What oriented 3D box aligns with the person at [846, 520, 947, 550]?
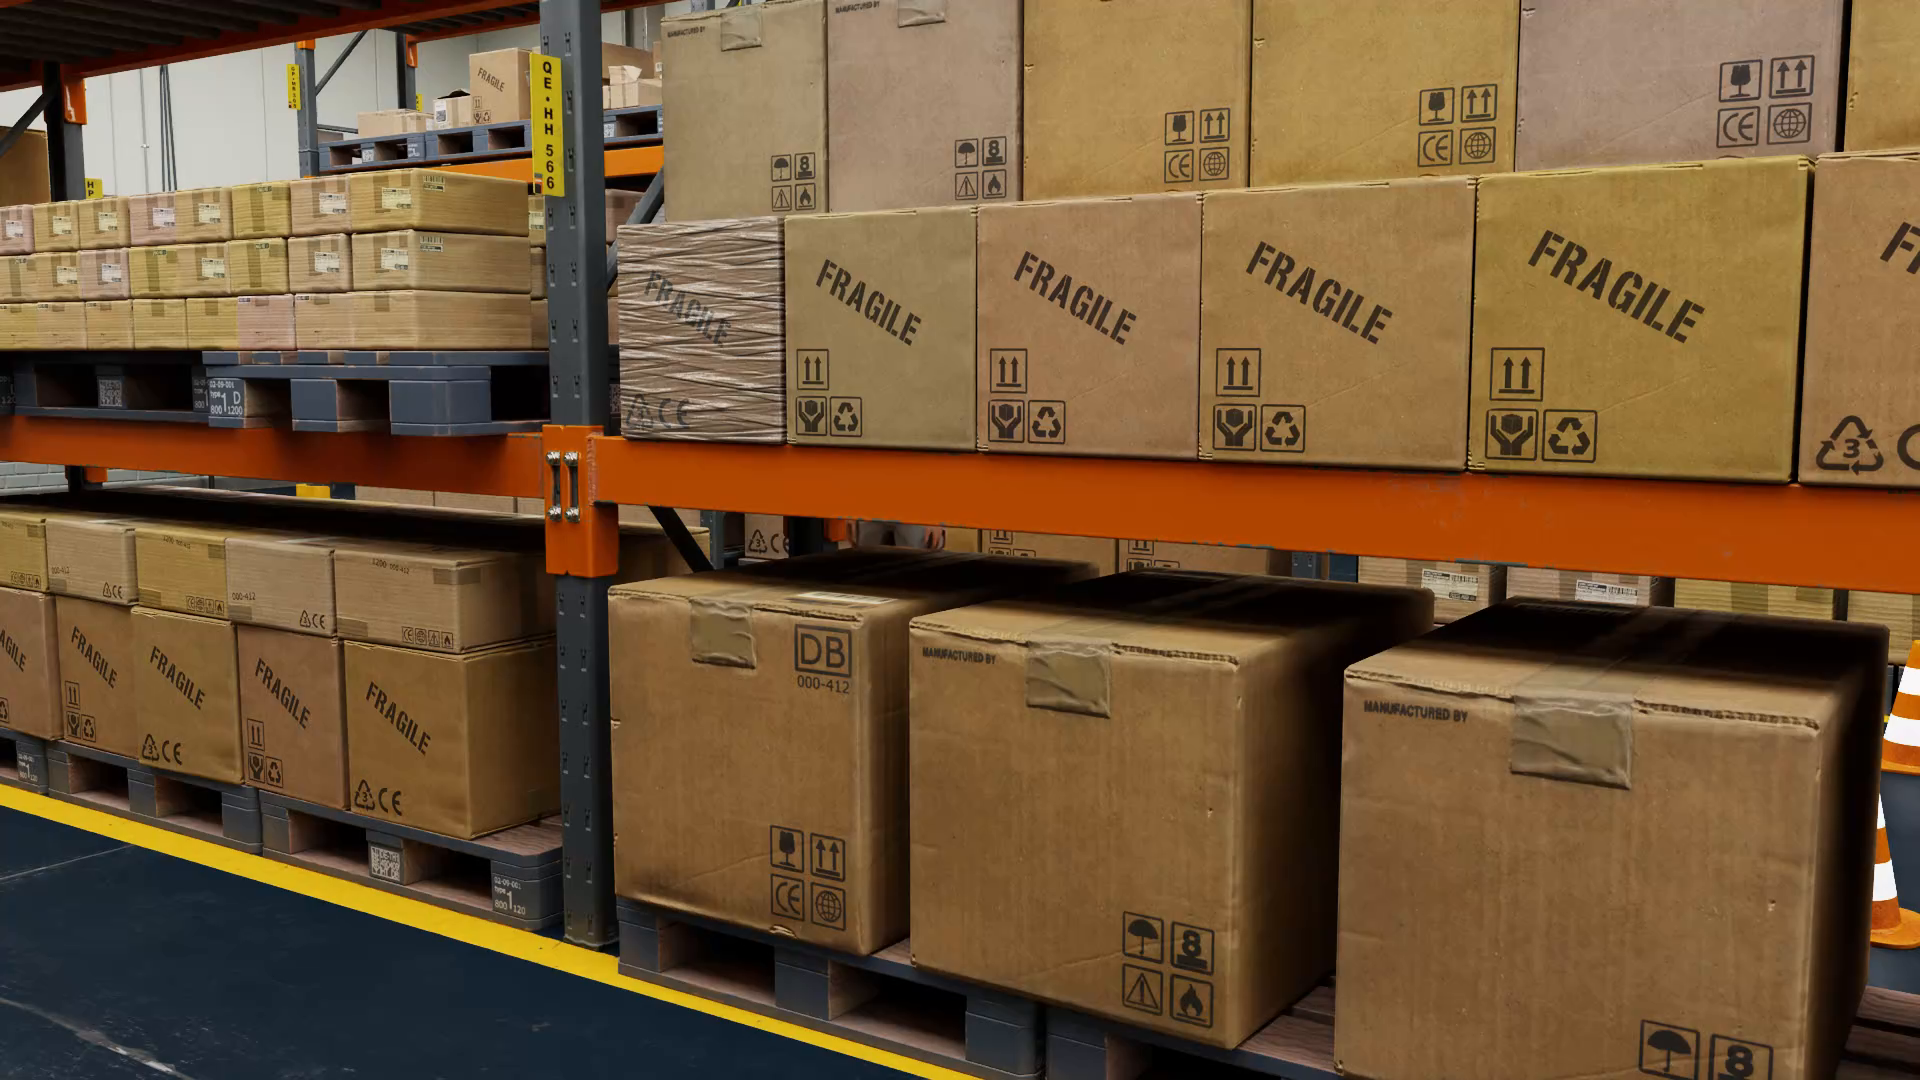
[{"bbox_3d":[-0.250,-0.075,6.644,0.493,1.672,0.361,4,7,31],"label":"person"}]
